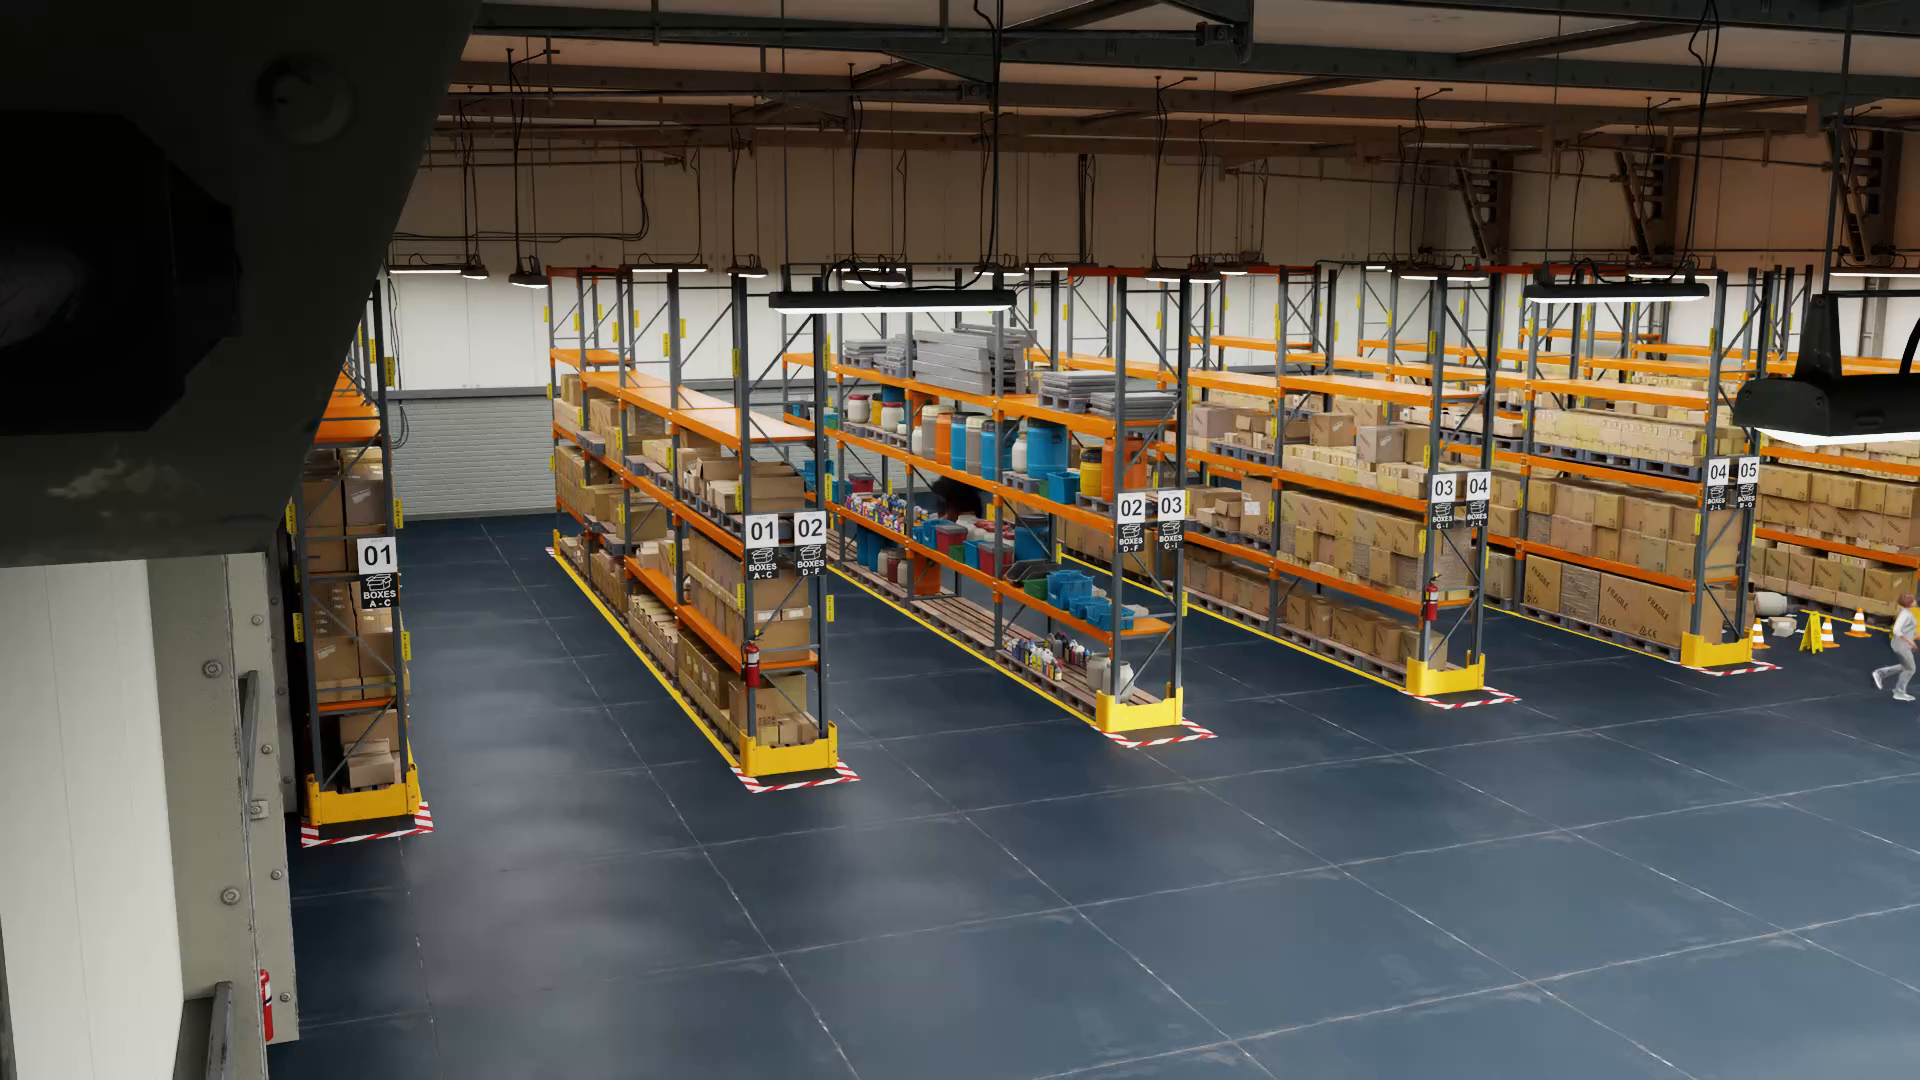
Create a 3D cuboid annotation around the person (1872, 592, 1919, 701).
[{"bbox_3d":[13.306,1.501,23.560,0.602,1.556,0.529,5,11,29],"label":"person"}]
